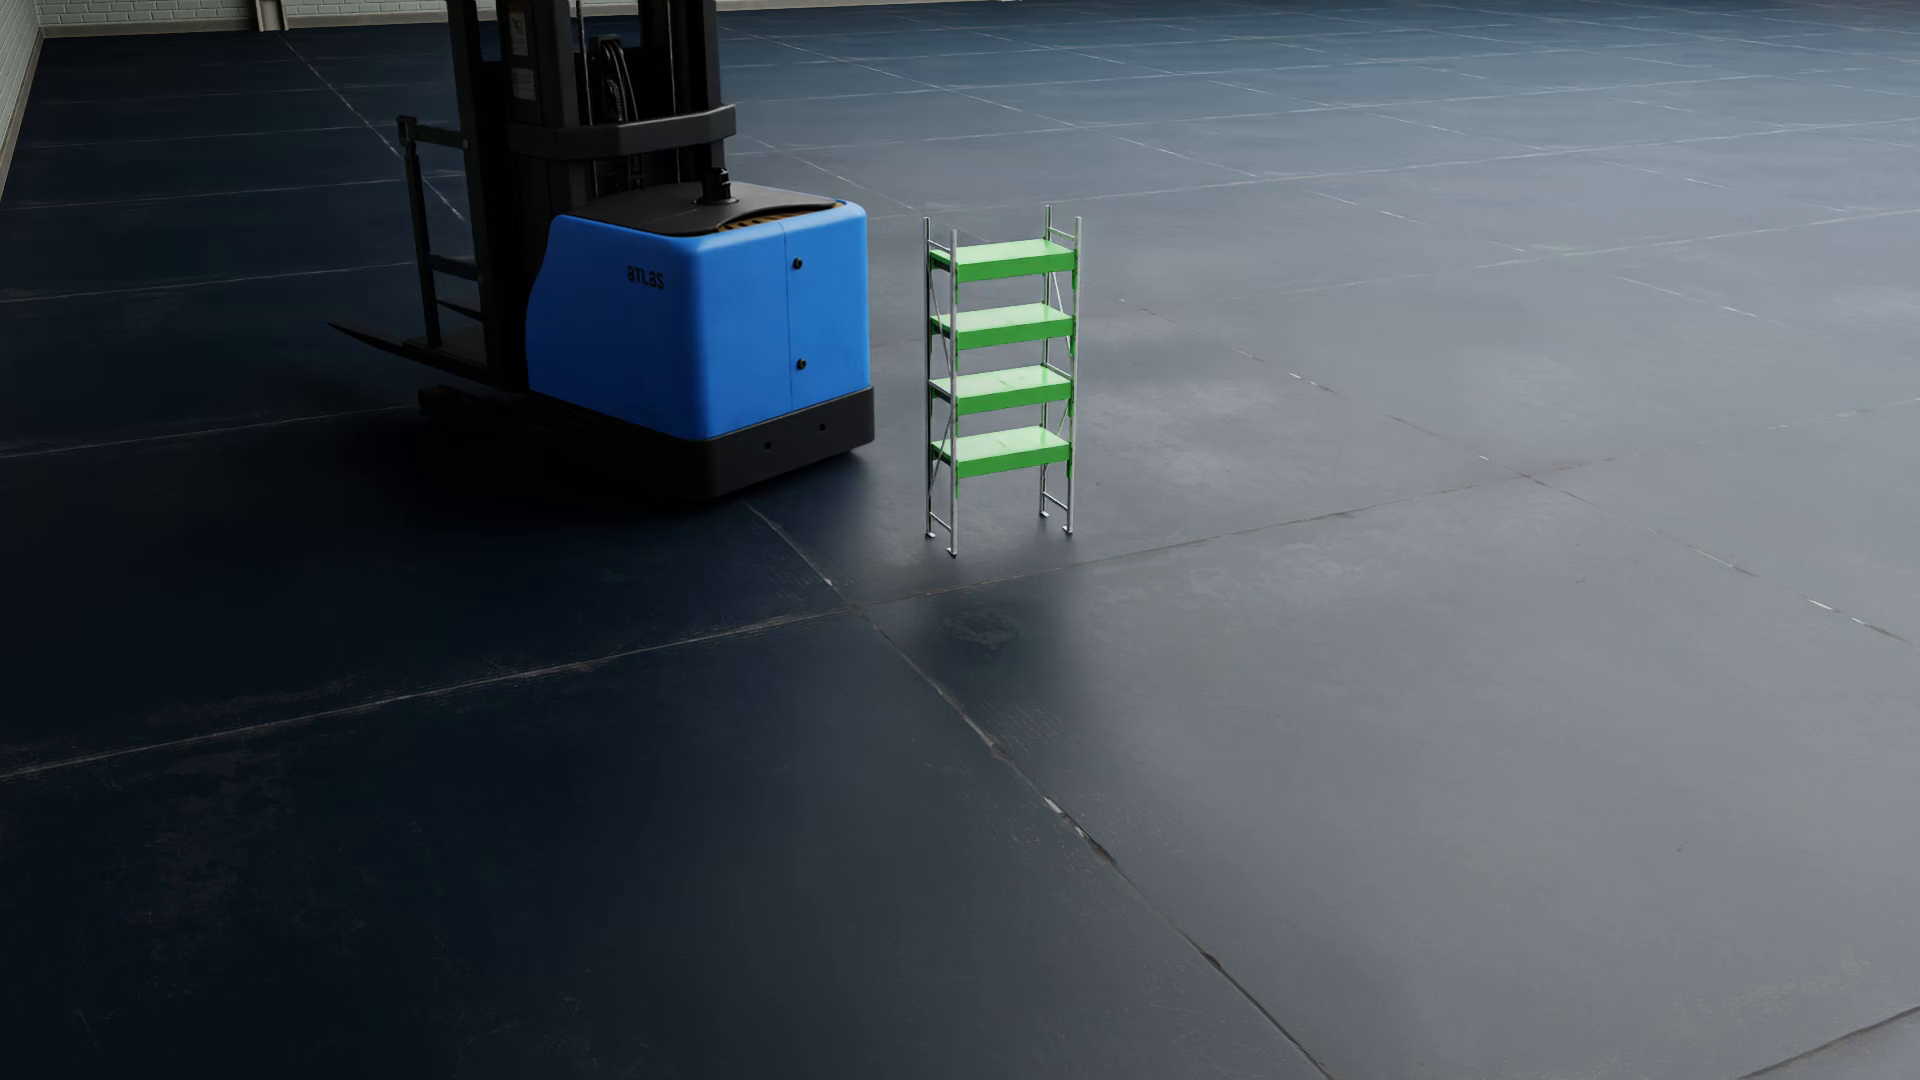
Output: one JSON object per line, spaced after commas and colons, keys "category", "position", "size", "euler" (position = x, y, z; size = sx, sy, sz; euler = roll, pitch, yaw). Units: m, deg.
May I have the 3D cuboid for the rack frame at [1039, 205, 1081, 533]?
{"category": "rack frame", "position": [0.369, -0.622, 6.185], "size": [0.015, 1.200, 0.240], "euler": [-10, 25, -24]}

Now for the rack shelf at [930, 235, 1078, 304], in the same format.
{"category": "rack shelf", "position": [0.149, -0.966, 5.928], "size": [0.480, 0.148, 0.258], "euler": [-10, 25, -24]}

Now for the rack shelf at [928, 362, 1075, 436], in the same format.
{"category": "rack shelf", "position": [0.149, -0.523, 6.111], "size": [0.480, 0.148, 0.258], "euler": [-10, 25, -24]}

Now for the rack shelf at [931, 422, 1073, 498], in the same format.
{"category": "rack shelf", "position": [0.149, -0.301, 6.203], "size": [0.480, 0.148, 0.258], "euler": [-10, 25, -24]}

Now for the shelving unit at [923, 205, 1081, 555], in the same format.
{"category": "shelving unit", "position": [0.149, -0.582, 6.087], "size": [0.503, 1.200, 0.258], "euler": [-10, 25, -24]}

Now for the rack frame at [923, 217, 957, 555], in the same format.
{"category": "rack frame", "position": [-0.071, -0.541, 5.989], "size": [0.015, 1.200, 0.240], "euler": [-10, 25, -24]}

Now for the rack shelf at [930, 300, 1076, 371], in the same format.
{"category": "rack shelf", "position": [0.149, -0.745, 6.019], "size": [0.480, 0.148, 0.258], "euler": [-10, 25, -24]}

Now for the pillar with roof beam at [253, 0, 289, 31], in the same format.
{"category": "pillar with roof beam", "position": [-8.111, -10.086, 18.850], "size": [0.400, 9.000, 9.100], "euler": [-10, 25, -24]}

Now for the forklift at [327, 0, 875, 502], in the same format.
{"category": "forklift", "position": [-1.806, -1.957, 7.146], "size": [3.031, 2.935, 1.130], "euler": [18, 29, 37]}
